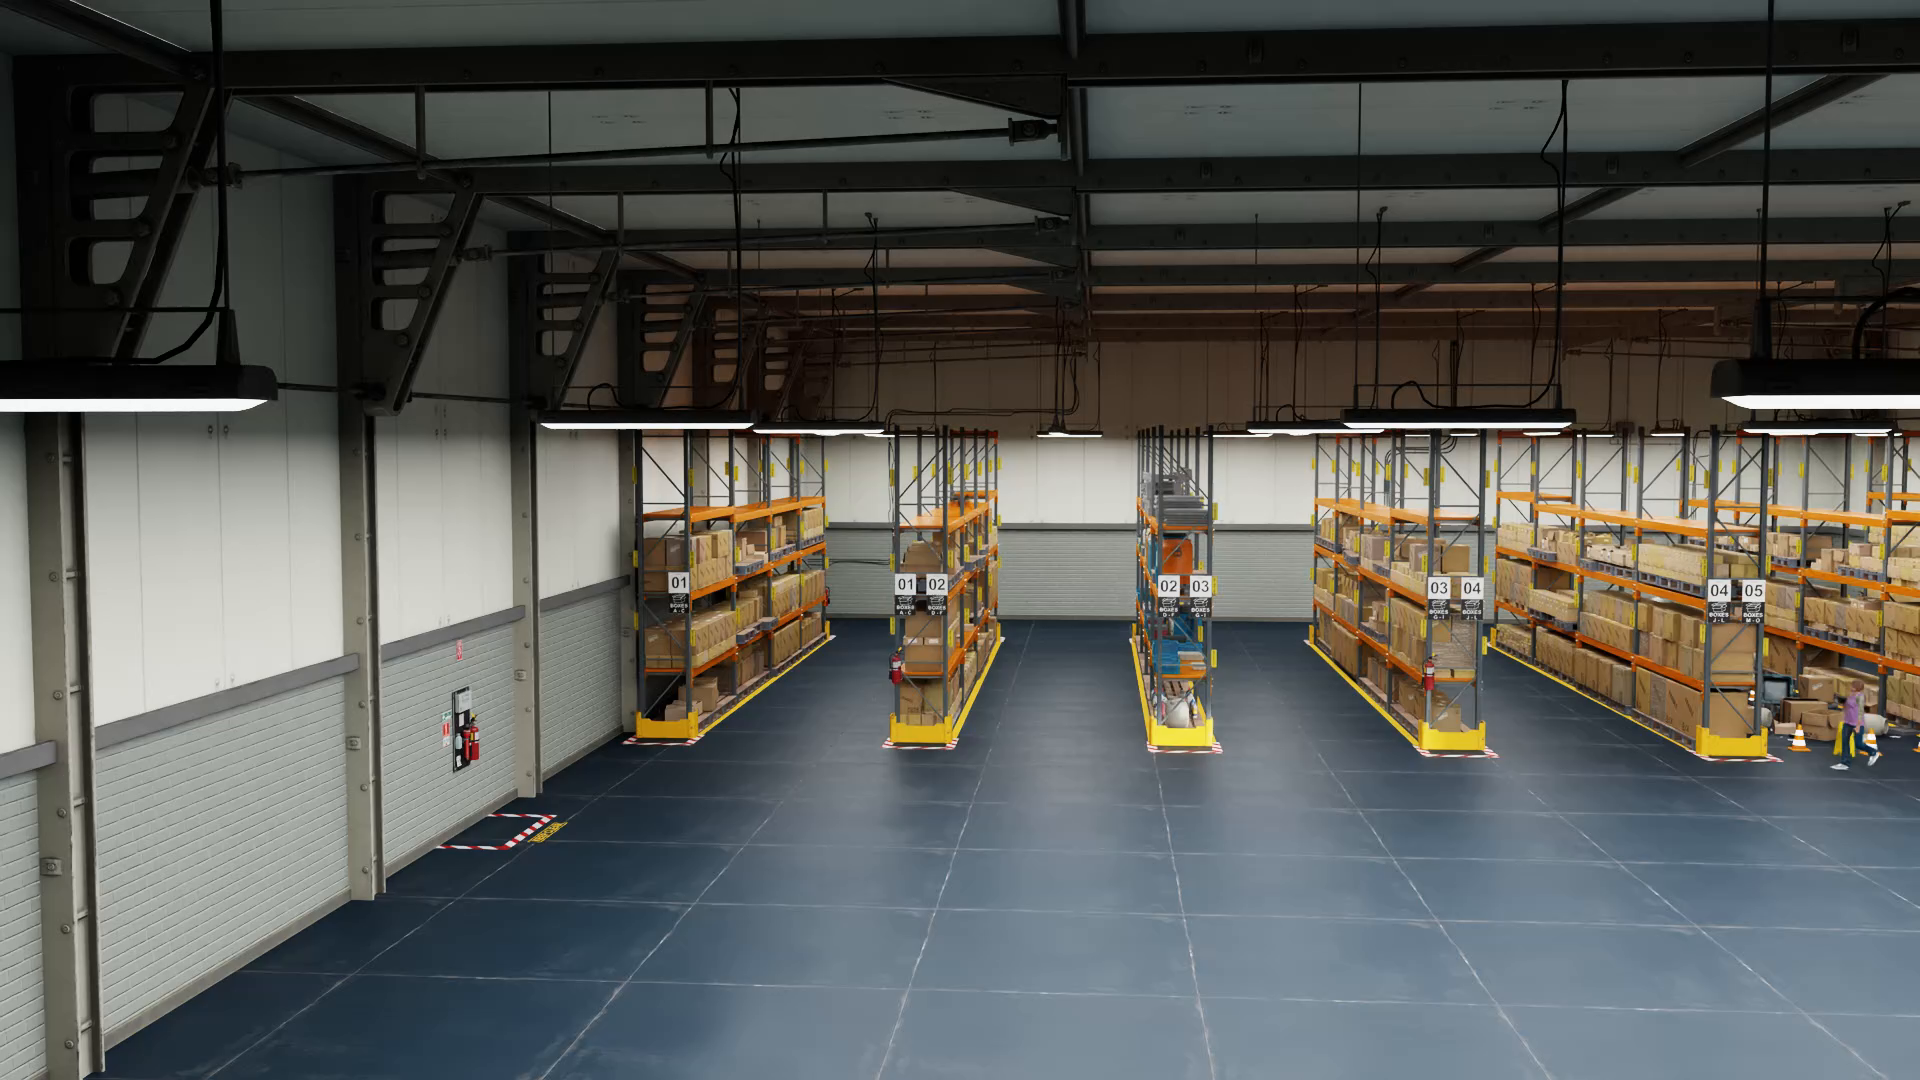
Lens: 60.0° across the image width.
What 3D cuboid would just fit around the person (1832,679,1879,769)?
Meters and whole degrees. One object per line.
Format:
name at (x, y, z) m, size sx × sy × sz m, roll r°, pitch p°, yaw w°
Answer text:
person at (15.555, 3.203, 28.827) m, size 0.761 × 1.562 × 0.407 m, roll -1°, pitch 4°, yaw -18°

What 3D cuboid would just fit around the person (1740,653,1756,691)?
person at (17.859, 2.634, 37.782) m, size 0.659 × 1.695 × 0.658 m, roll 0°, pitch 3°, yaw -5°

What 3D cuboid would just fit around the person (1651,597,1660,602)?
person at (17.395, 2.315, 41.862) m, size 0.527 × 1.792 × 0.613 m, roll 3°, pitch 4°, yaw 36°
